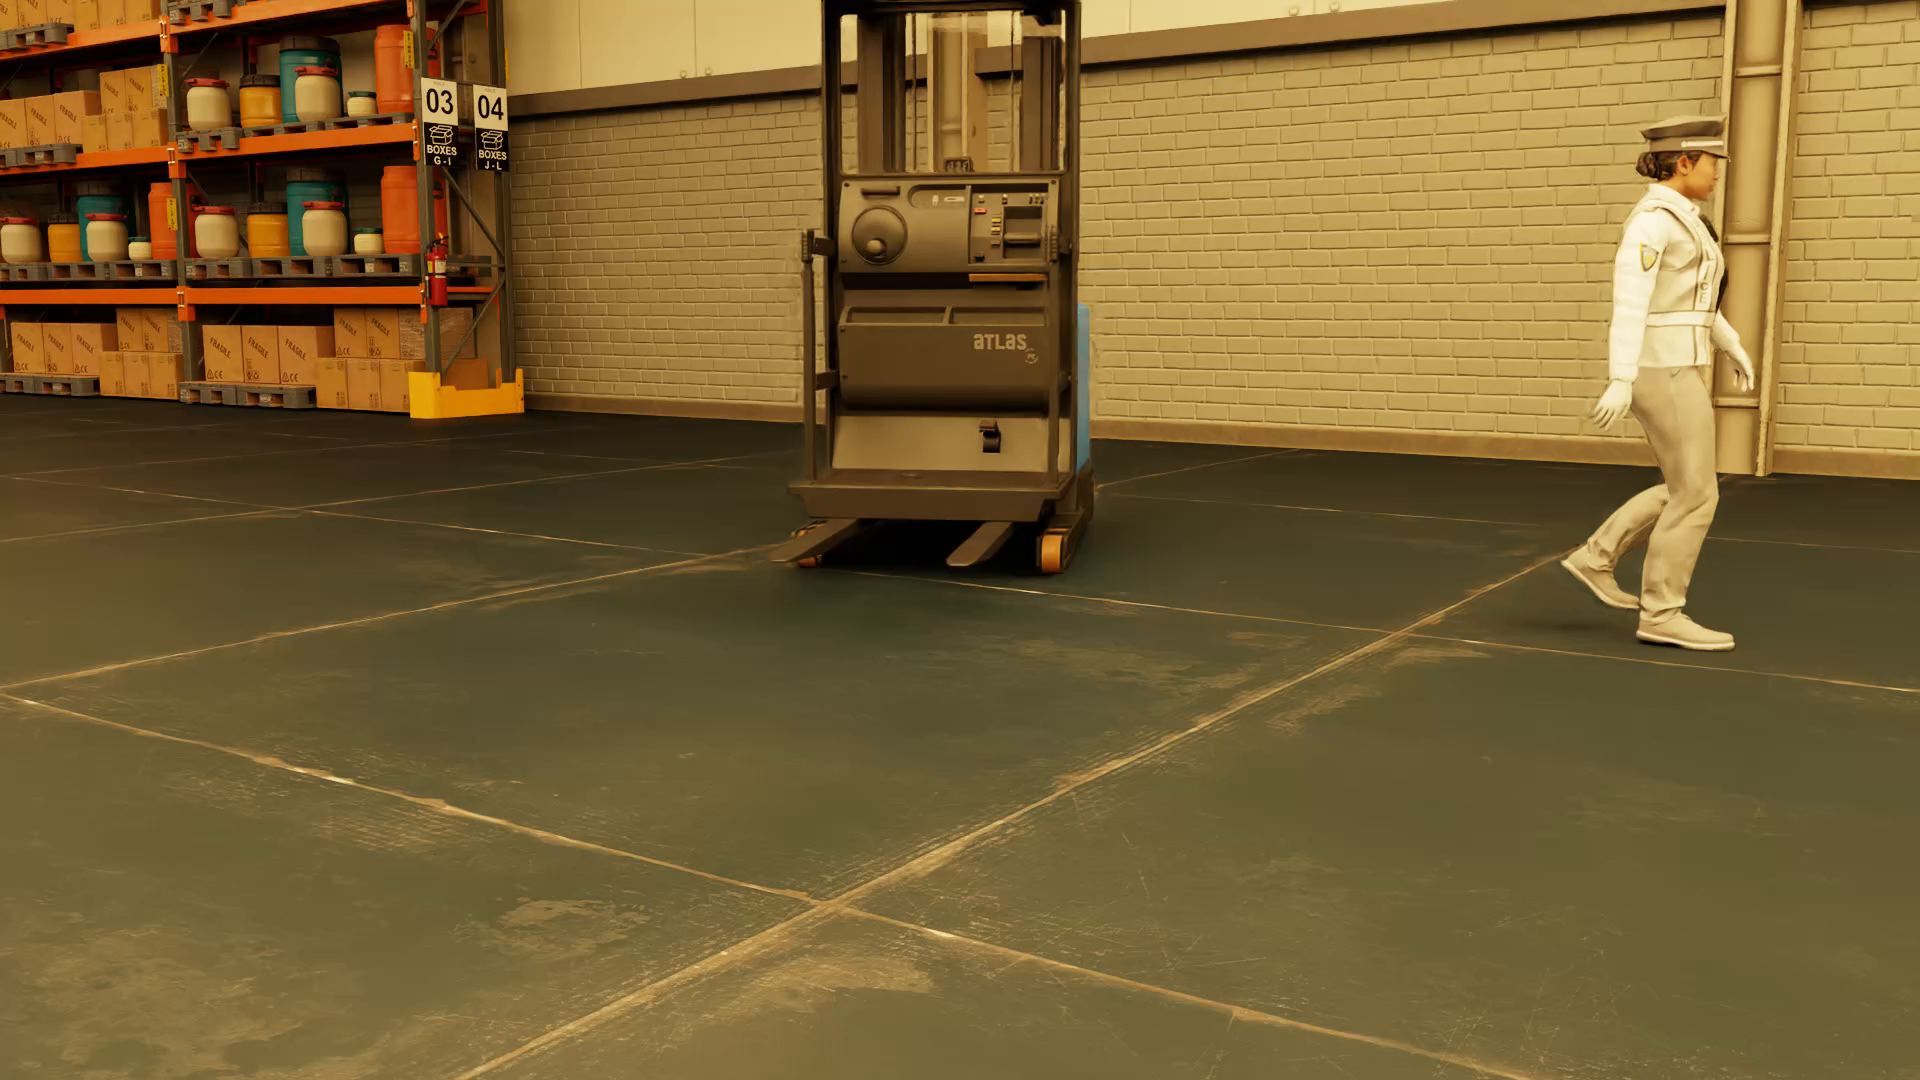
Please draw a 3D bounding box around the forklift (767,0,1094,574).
[{"bbox_3d":[-0.079,-1.365,6.791,1.130,2.935,3.031,1,8,9],"label":"forklift"}]

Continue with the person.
[{"bbox_3d":[2.224,-0.495,5.254,0.538,1.651,0.721,3,9,23],"label":"person"}]
